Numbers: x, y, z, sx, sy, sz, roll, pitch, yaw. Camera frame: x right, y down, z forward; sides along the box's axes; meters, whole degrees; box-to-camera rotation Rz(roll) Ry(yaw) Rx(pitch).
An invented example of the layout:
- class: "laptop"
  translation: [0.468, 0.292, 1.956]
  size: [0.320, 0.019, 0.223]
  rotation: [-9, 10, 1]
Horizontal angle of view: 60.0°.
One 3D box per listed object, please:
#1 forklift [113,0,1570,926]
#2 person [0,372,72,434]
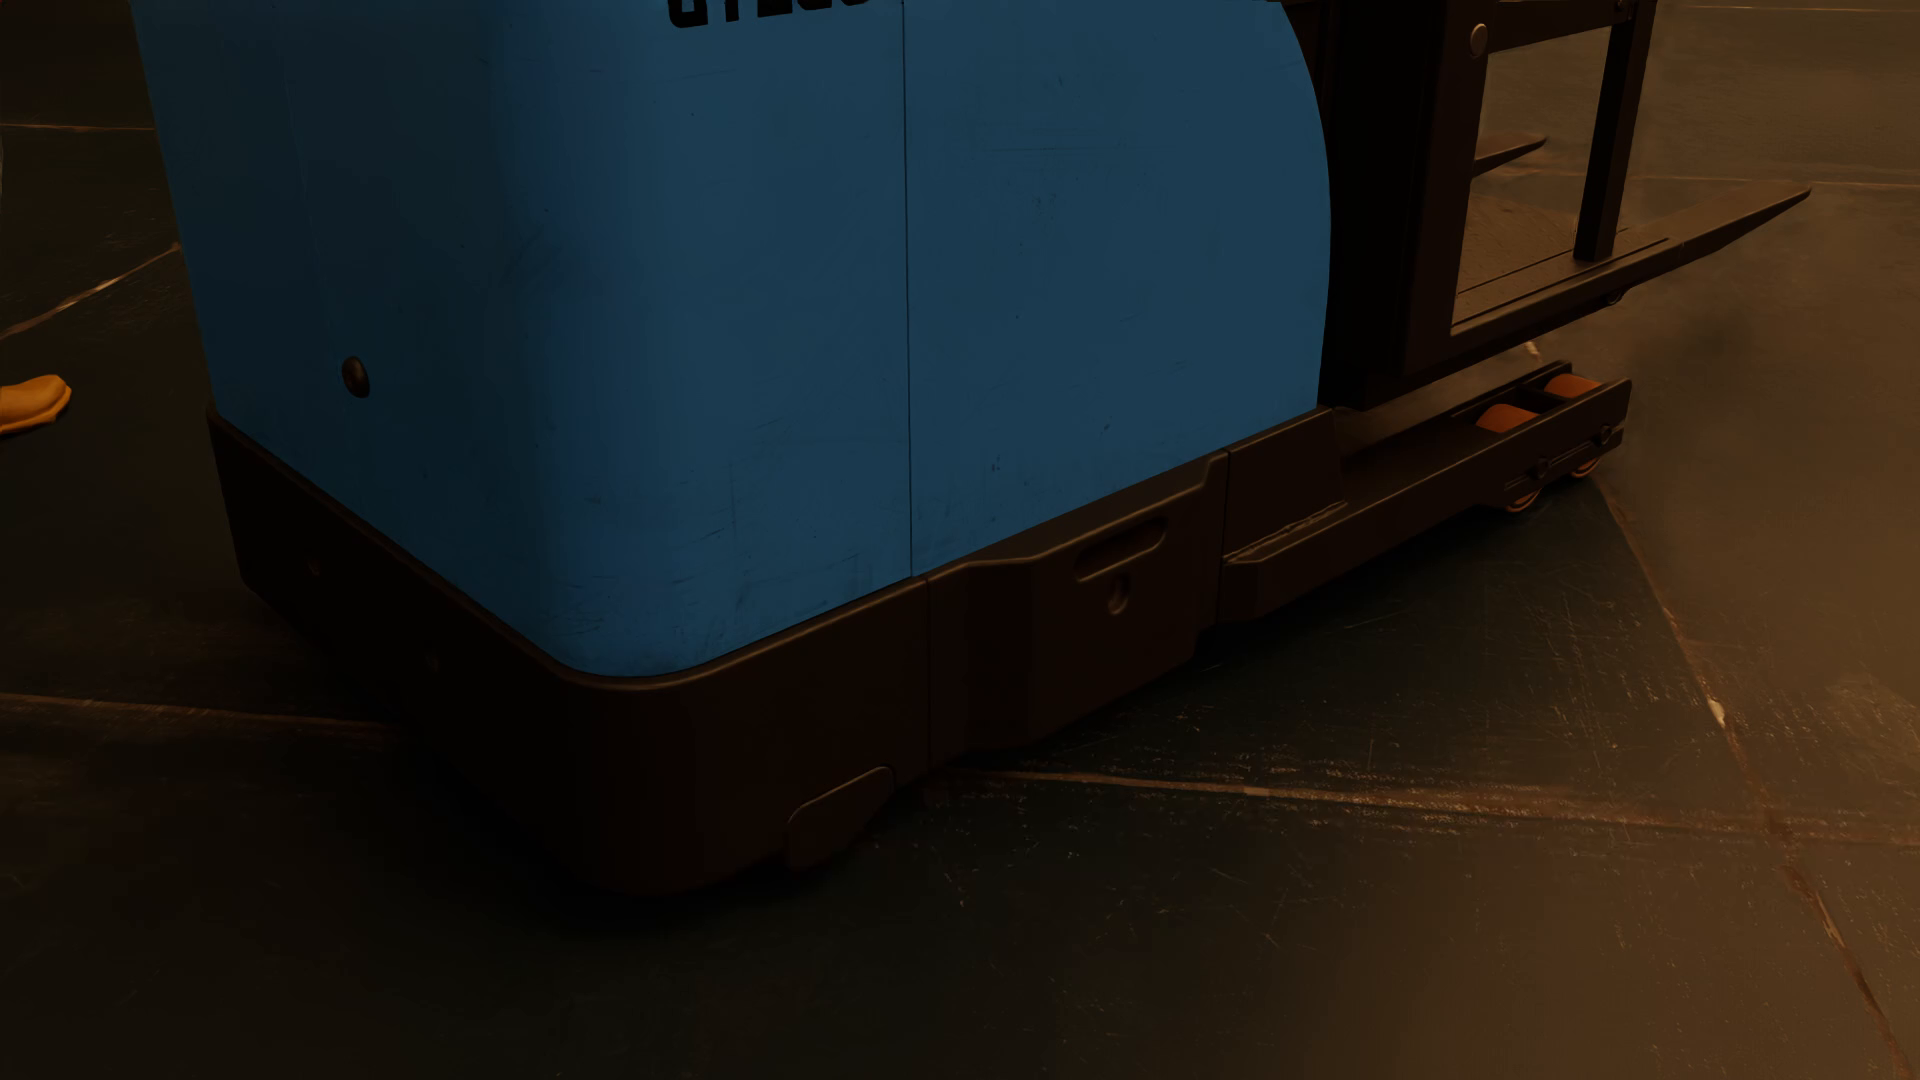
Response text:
- class: "forklift"
  translation: [0.320, -1.554, 2.331]
  size: [1.130, 2.935, 3.031]
  rotation: [16, 31, 29]
- class: "person"
  translation: [-1.787, -0.995, 2.549]
  size: [0.827, 1.739, 0.421]
  rotation: [7, 27, 13]
